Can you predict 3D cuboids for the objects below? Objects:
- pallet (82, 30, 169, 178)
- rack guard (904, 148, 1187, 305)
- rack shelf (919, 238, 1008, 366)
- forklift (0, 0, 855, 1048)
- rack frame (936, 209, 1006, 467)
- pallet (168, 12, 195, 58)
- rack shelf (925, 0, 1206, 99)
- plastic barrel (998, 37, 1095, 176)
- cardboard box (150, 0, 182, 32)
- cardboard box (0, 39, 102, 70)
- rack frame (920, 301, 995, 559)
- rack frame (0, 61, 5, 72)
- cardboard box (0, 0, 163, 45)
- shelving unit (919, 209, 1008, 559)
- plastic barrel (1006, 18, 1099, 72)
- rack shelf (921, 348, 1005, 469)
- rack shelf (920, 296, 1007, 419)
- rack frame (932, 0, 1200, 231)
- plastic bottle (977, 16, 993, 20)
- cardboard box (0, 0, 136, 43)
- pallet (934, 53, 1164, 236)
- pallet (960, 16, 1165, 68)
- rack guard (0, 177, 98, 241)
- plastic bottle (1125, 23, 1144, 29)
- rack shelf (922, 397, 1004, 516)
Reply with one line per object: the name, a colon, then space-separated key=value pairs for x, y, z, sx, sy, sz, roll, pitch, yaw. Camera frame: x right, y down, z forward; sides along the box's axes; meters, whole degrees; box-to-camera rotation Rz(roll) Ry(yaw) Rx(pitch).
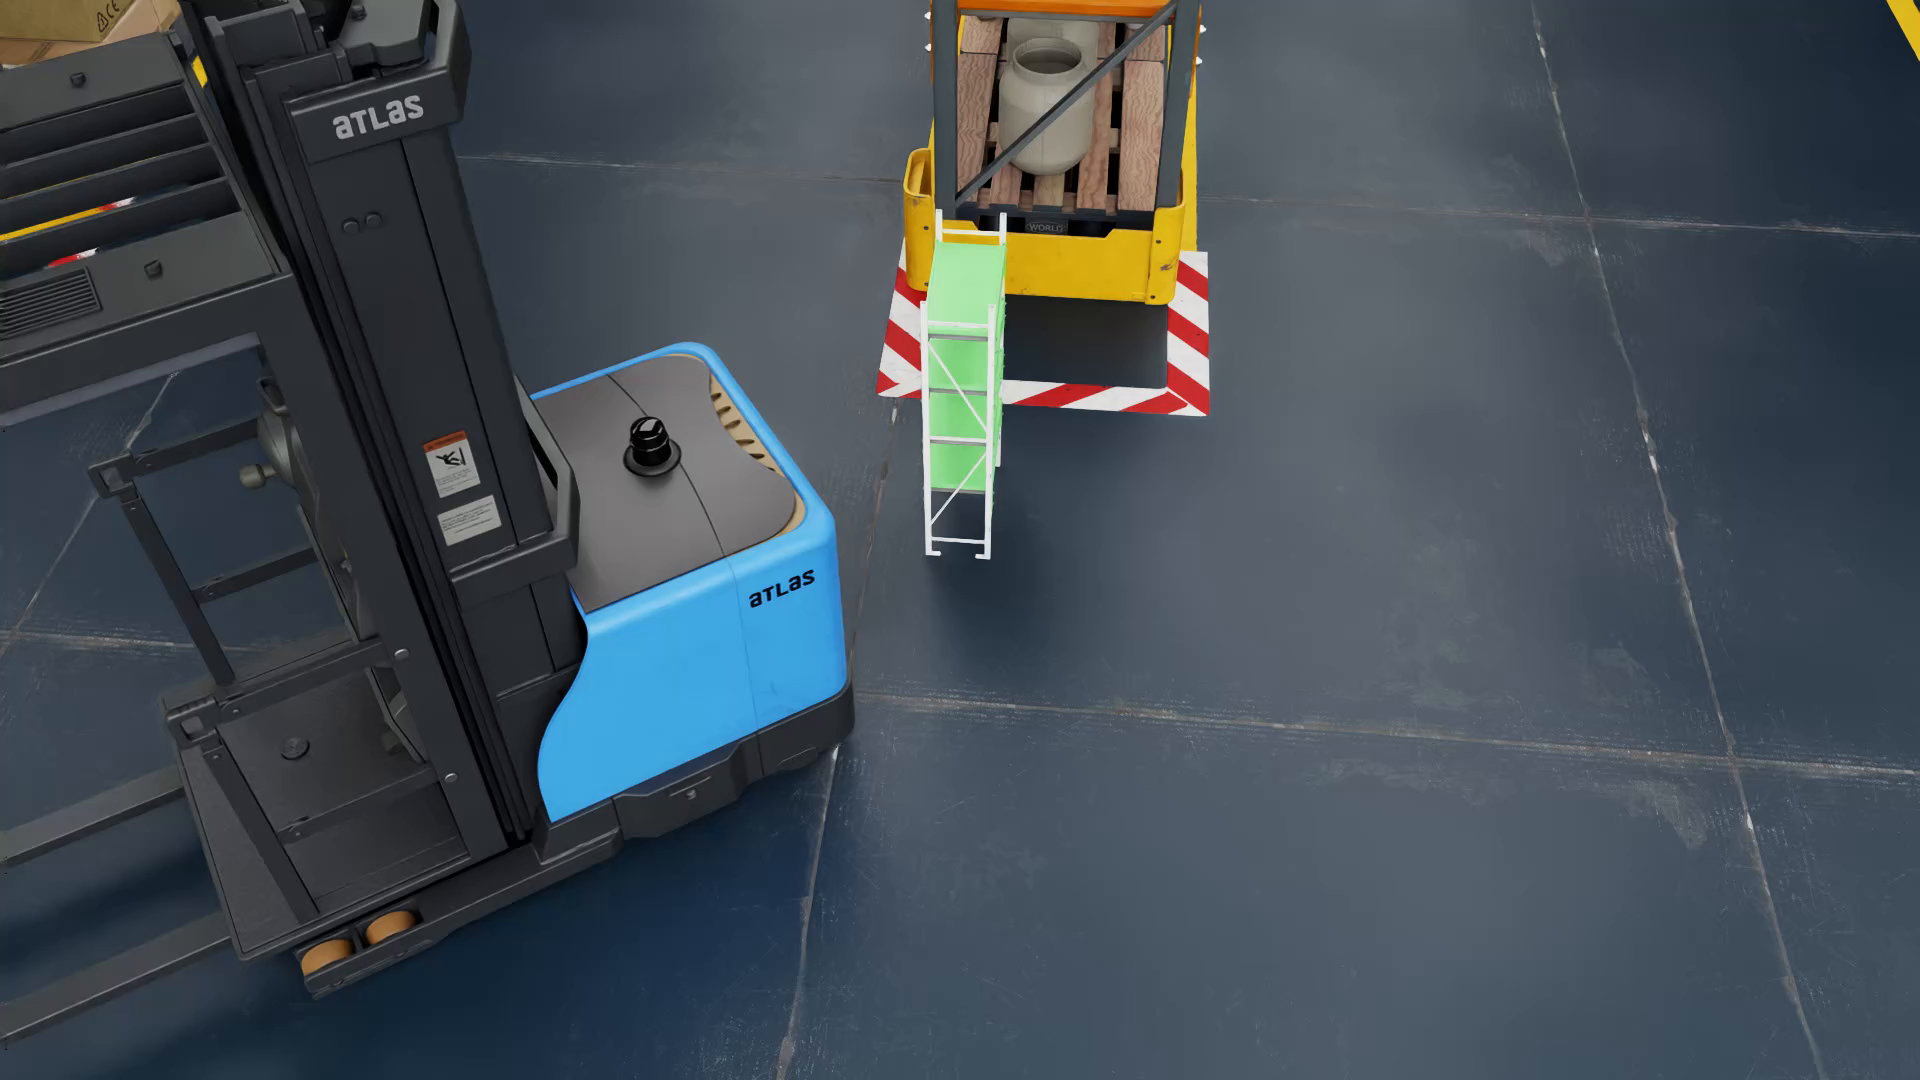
pallet: x=-4.507 y=-2.090 z=8.018 sx=1.003 sy=0.211 sz=1.213 roll=4 pitch=48 yaw=4
rack guard: x=0.358 y=-1.346 z=7.142 sx=1.175 sy=0.500 sz=0.348 roll=4 pitch=48 yaw=4
rack shelf: x=0.015 y=-0.807 z=5.611 sx=0.258 sy=0.148 sz=0.480 roll=4 pitch=48 yaw=4
forklift: x=-1.888 y=-0.081 z=4.338 sx=3.031 sy=2.935 sz=1.130 roll=-23 pitch=52 yaw=-20
rack frame: x=0.037 y=-0.706 z=6.083 sx=0.240 sy=1.200 sz=0.015 roll=4 pitch=48 yaw=4
pallet: x=-4.393 y=-2.984 z=8.836 sx=1.003 sy=0.211 sz=1.213 roll=4 pitch=48 yaw=4
rack shelf: x=0.580 y=-3.357 z=7.775 sx=1.077 sy=0.370 sz=4.000 roll=4 pitch=48 yaw=4
plastic barrel: x=0.382 y=-1.921 z=7.376 sx=0.421 sy=0.512 sz=0.421 roll=0 pitch=48 yaw=0
cardboard box: x=-4.176 y=-2.794 z=8.352 sx=0.500 sy=0.250 sz=0.500 roll=4 pitch=48 yaw=4
cardboard box: x=-4.264 y=-2.059 z=7.679 sx=0.500 sy=0.250 sz=0.500 roll=4 pitch=48 yaw=4
rack frame: x=-0.007 y=-0.347 z=5.755 sx=0.240 sy=1.200 sz=0.015 roll=4 pitch=48 yaw=4
rack frame: x=-4.534 y=-2.466 z=6.473 sx=1.000 sy=3.000 sz=0.127 roll=4 pitch=48 yaw=4
cardboard box: x=-4.222 y=-2.427 z=8.015 sx=0.500 sy=0.250 sz=0.500 roll=4 pitch=48 yaw=4
shelving unit: x=0.015 y=-0.527 z=5.919 sx=0.258 sy=1.200 sz=0.503 roll=4 pitch=48 yaw=4
plastic barrel: x=0.427 y=-2.289 z=7.713 sx=0.421 sy=0.512 sz=0.421 roll=0 pitch=48 yaw=0
rack shelf: x=0.015 y=-0.483 z=5.966 sx=0.258 sy=0.148 sz=0.480 roll=4 pitch=48 yaw=4
rack shelf: x=0.015 y=-0.645 z=5.789 sx=0.258 sy=0.148 sz=0.480 roll=4 pitch=48 yaw=4
rack frame: x=0.398 y=-2.130 z=6.166 sx=1.000 sy=3.000 sz=0.127 roll=4 pitch=48 yaw=4
plastic bottle: x=0.129 y=-2.713 z=8.297 sx=0.097 sy=0.201 sz=0.097 roll=0 pitch=48 yaw=0
cardboard box: x=-4.220 y=-2.680 z=7.739 sx=0.500 sy=0.500 sz=0.500 roll=4 pitch=48 yaw=4
pallet: x=0.437 y=-1.845 z=7.794 sx=1.003 sy=0.211 sz=1.213 roll=4 pitch=48 yaw=4
pallet: x=0.551 y=-2.739 z=8.612 sx=1.003 sy=0.211 sz=1.213 roll=4 pitch=48 yaw=4
rack guard: x=-4.537 y=-1.605 z=7.379 sx=1.175 sy=0.500 sz=0.348 roll=4 pitch=48 yaw=4
plastic bottle: x=0.873 y=-2.669 z=8.209 sx=0.097 sy=0.271 sz=0.097 roll=0 pitch=48 yaw=0
rack shelf: x=0.015 y=-0.321 z=6.143 sx=0.258 sy=0.148 sz=0.480 roll=4 pitch=48 yaw=4
